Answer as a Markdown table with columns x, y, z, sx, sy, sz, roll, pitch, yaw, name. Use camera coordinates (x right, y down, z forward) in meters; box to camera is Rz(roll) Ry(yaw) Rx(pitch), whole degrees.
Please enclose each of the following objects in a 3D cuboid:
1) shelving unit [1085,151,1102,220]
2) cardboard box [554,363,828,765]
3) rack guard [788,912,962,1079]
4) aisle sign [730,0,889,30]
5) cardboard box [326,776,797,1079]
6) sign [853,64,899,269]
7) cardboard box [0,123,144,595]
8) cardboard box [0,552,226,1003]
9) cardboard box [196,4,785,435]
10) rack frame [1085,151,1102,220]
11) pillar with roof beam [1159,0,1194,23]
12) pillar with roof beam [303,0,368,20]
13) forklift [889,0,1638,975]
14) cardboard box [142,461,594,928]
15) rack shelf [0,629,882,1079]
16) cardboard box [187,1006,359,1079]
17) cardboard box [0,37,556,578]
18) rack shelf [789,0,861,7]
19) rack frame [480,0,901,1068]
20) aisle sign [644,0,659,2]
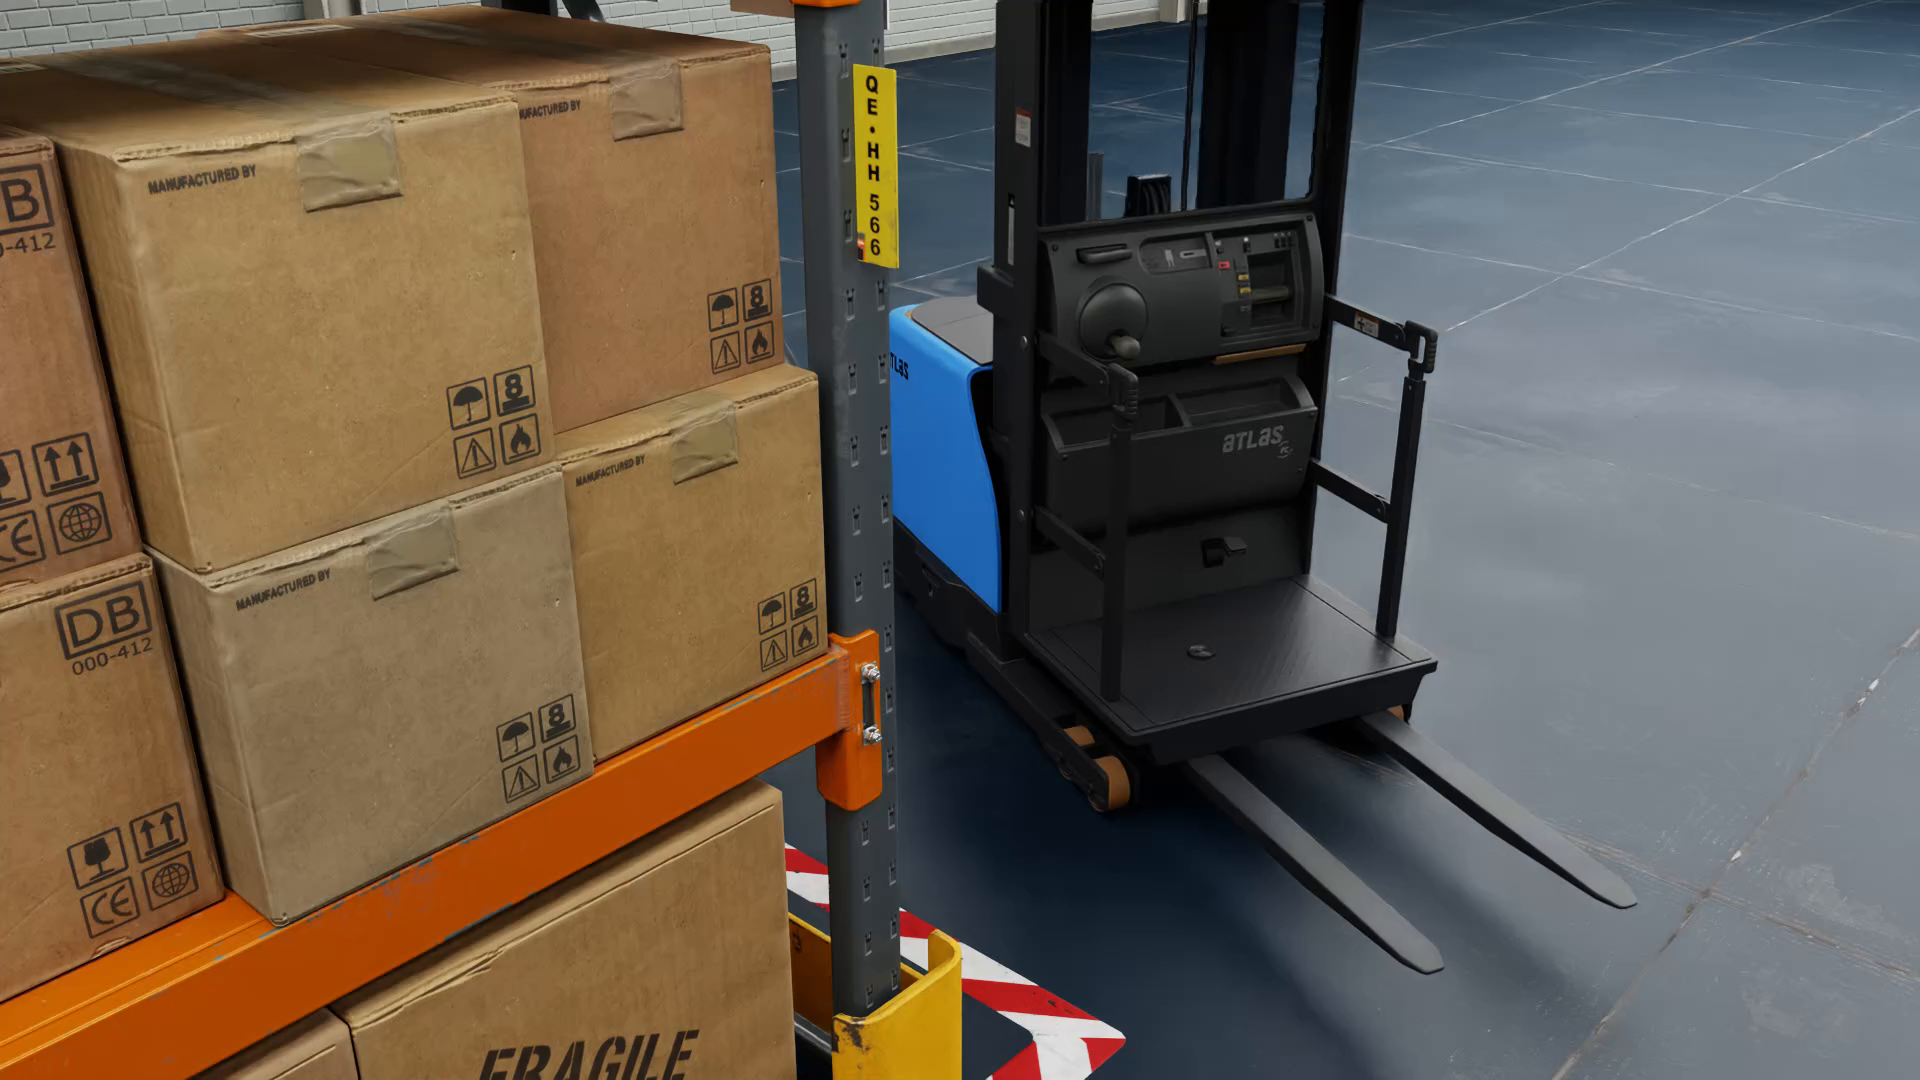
| x | y | z | sx | sy | sz | roll | pitch | yaw | name |
| --- | --- | --- | --- | --- | --- | --- | --- | --- | --- |
| -0.023 | -0.767 | 6.628 | 1.048 | 1.500 | 0.538 | -16 | 29 | -32 | shelving unit |
| -0.750 | -0.075 | 3.068 | 0.875 | 0.550 | 0.550 | 20 | 31 | 38 | cardboard box |
| -0.520 | 1.001 | 3.906 | 1.175 | 0.500 | 0.348 | 20 | 31 | 38 | rack guard |
| -0.265 | -1.258 | 2.712 | 0.394 | 0.787 | 0.004 | 20 | 31 | 38 | aisle sign |
| -0.939 | 0.871 | 3.226 | 0.875 | 0.875 | 0.875 | 20 | 31 | 38 | cardboard box |
| -0.141 | -0.616 | 2.753 | 0.100 | 0.325 | 0.005 | 20 | 31 | 38 | sign |
| -1.586 | -0.264 | 2.170 | 0.875 | 0.550 | 0.550 | 20 | 31 | 38 | cardboard box |
| -1.568 | 0.235 | 2.376 | 0.875 | 0.550 | 0.550 | 20 | 31 | 38 | cardboard box |
| -0.812 | -0.591 | 2.898 | 0.875 | 0.550 | 0.550 | 20 | 31 | 38 | cardboard box |
| 0.394 | -0.886 | 6.894 | 0.032 | 1.500 | 0.500 | -16 | 29 | -32 | rack frame |
| 6.095 | -9.887 | 17.802 | 9.100 | 9.000 | 0.400 | 20 | 31 | 38 | pillar with roof beam |
| -1.914 | -6.231 | 9.648 | 9.100 | 9.000 | 0.400 | 20 | 31 | 38 | pillar with roof beam |
| 0.774 | -0.731 | 4.797 | 1.130 | 2.935 | 3.031 | -11 | 26 | -22 | forklift |
| -1.100 | 0.099 | 2.680 | 0.875 | 0.550 | 0.550 | 20 | 31 | 38 | cardboard box |
| -1.871 | 0.806 | 2.166 | 1.077 | 0.370 | 4.000 | 20 | 31 | 38 | rack shelf |
| -1.525 | 1.139 | 2.626 | 0.875 | 0.875 | 0.875 | 20 | 31 | 37 | cardboard box |
| -1.111 | -0.398 | 2.468 | 0.875 | 0.550 | 0.550 | 20 | 31 | 38 | cardboard box |
| -1.871 | -0.563 | 1.552 | 1.077 | 0.370 | 4.000 | 20 | 31 | 38 | rack shelf |
| -0.536 | -0.132 | 3.378 | 1.000 | 3.000 | 0.127 | 20 | 31 | 38 | rack frame |
| -0.712 | -1.422 | 3.077 | 0.394 | 0.787 | 0.004 | 20 | 31 | 38 | aisle sign |
